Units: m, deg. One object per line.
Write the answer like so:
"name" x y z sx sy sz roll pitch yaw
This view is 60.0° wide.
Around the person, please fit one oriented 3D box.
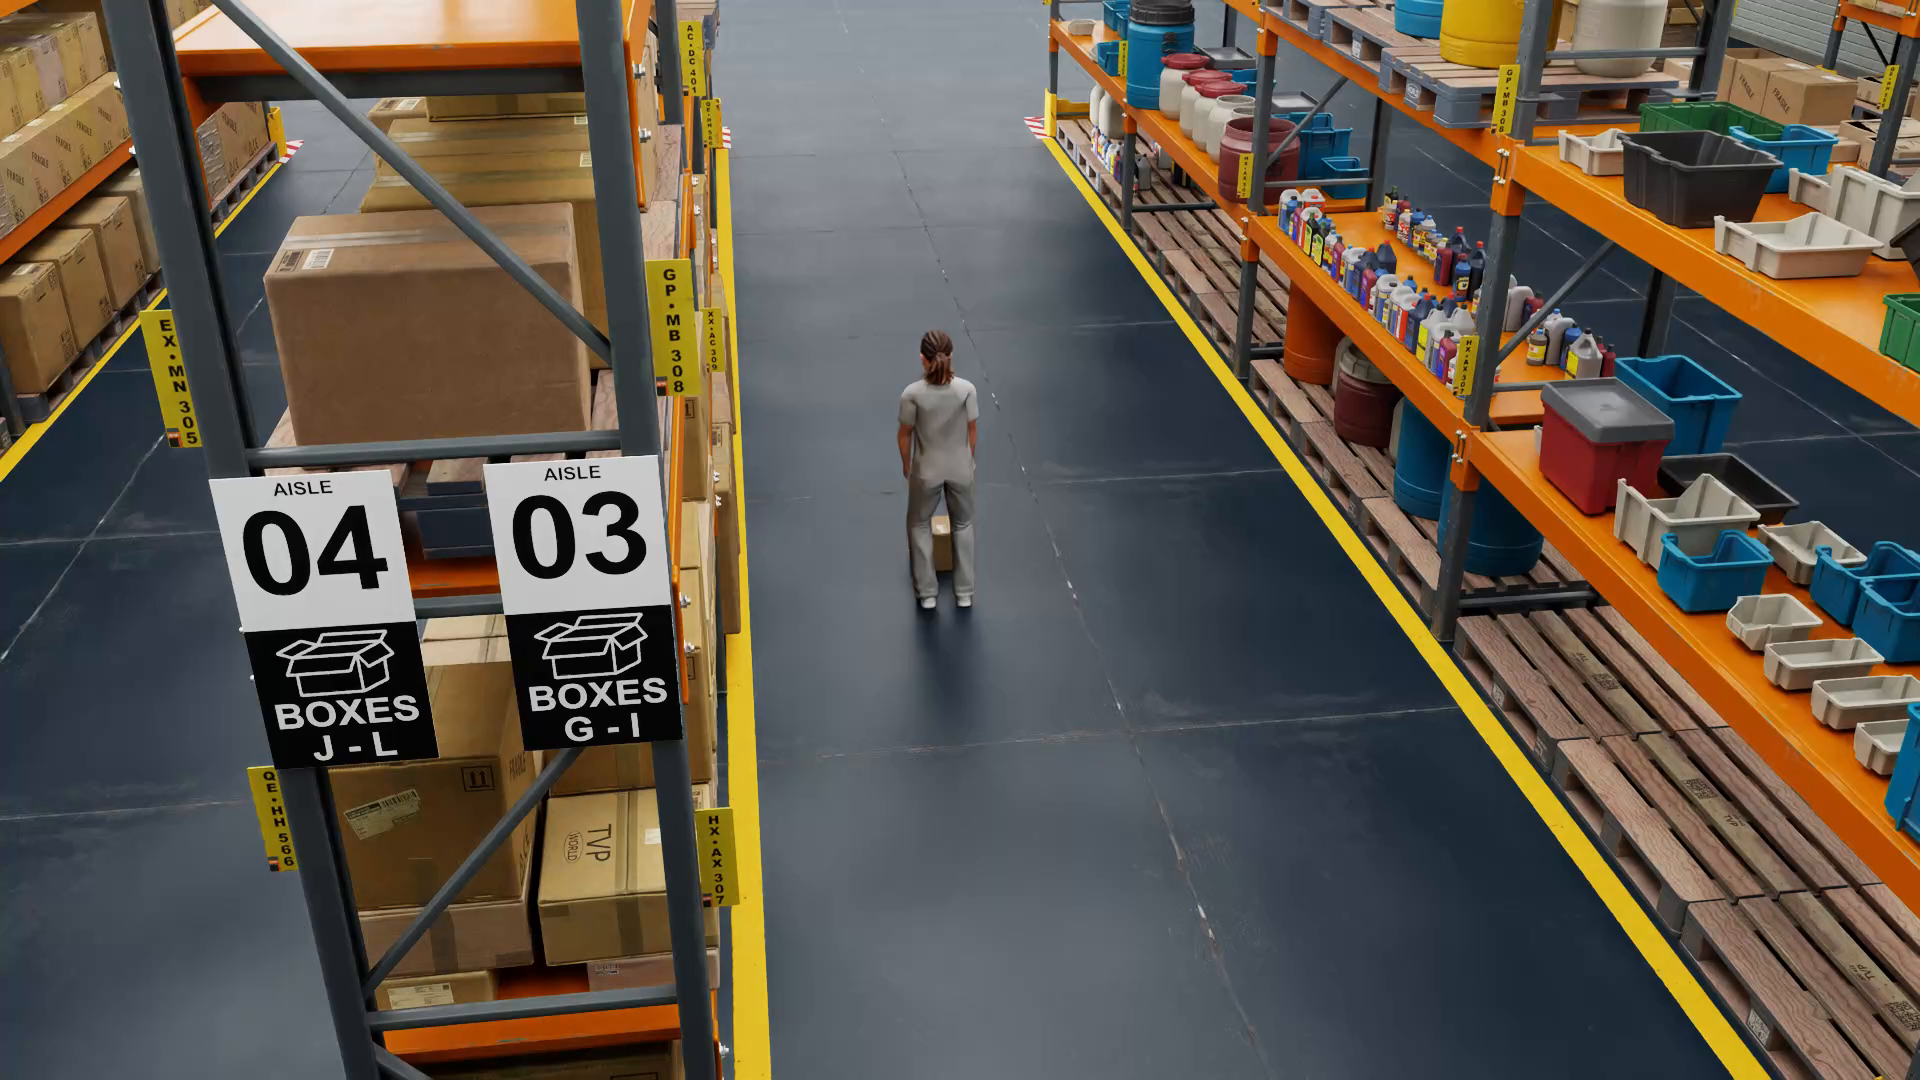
"person" -0.124 -0.385 9.411 0.456 1.645 0.354 -3 27 -6
